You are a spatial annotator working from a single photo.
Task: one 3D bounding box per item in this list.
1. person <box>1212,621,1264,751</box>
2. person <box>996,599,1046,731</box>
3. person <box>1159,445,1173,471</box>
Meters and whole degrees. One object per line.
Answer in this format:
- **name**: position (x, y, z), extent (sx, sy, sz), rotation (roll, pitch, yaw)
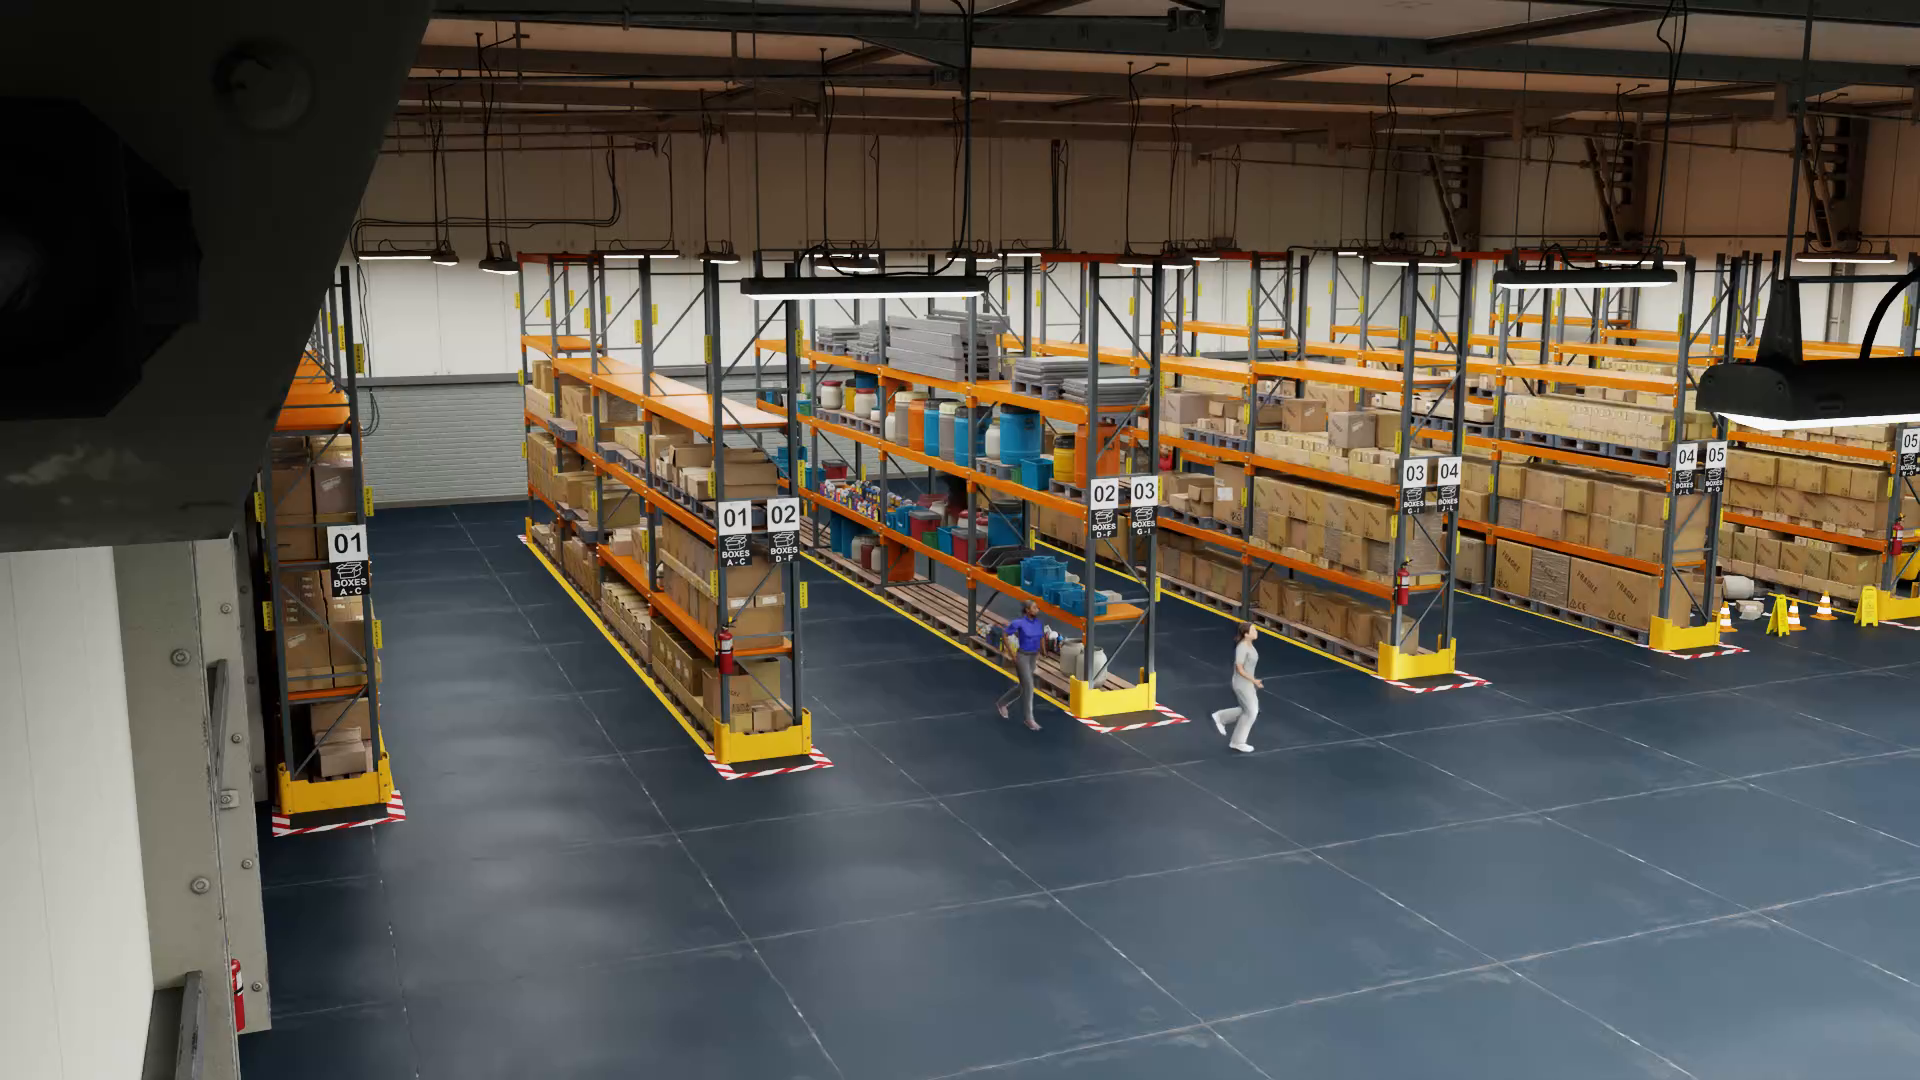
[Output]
- **person**: position (3.475, 1.808, 20.722), extent (0.641, 1.635, 0.584), rotation (3, 11, 16)
- **person**: position (0.866, 1.600, 21.805), extent (0.779, 1.667, 0.594), rotation (9, 14, 41)
- **person**: position (4.586, -1.295, 37.477), extent (0.668, 1.734, 0.713), rotation (-2, 11, -13)
